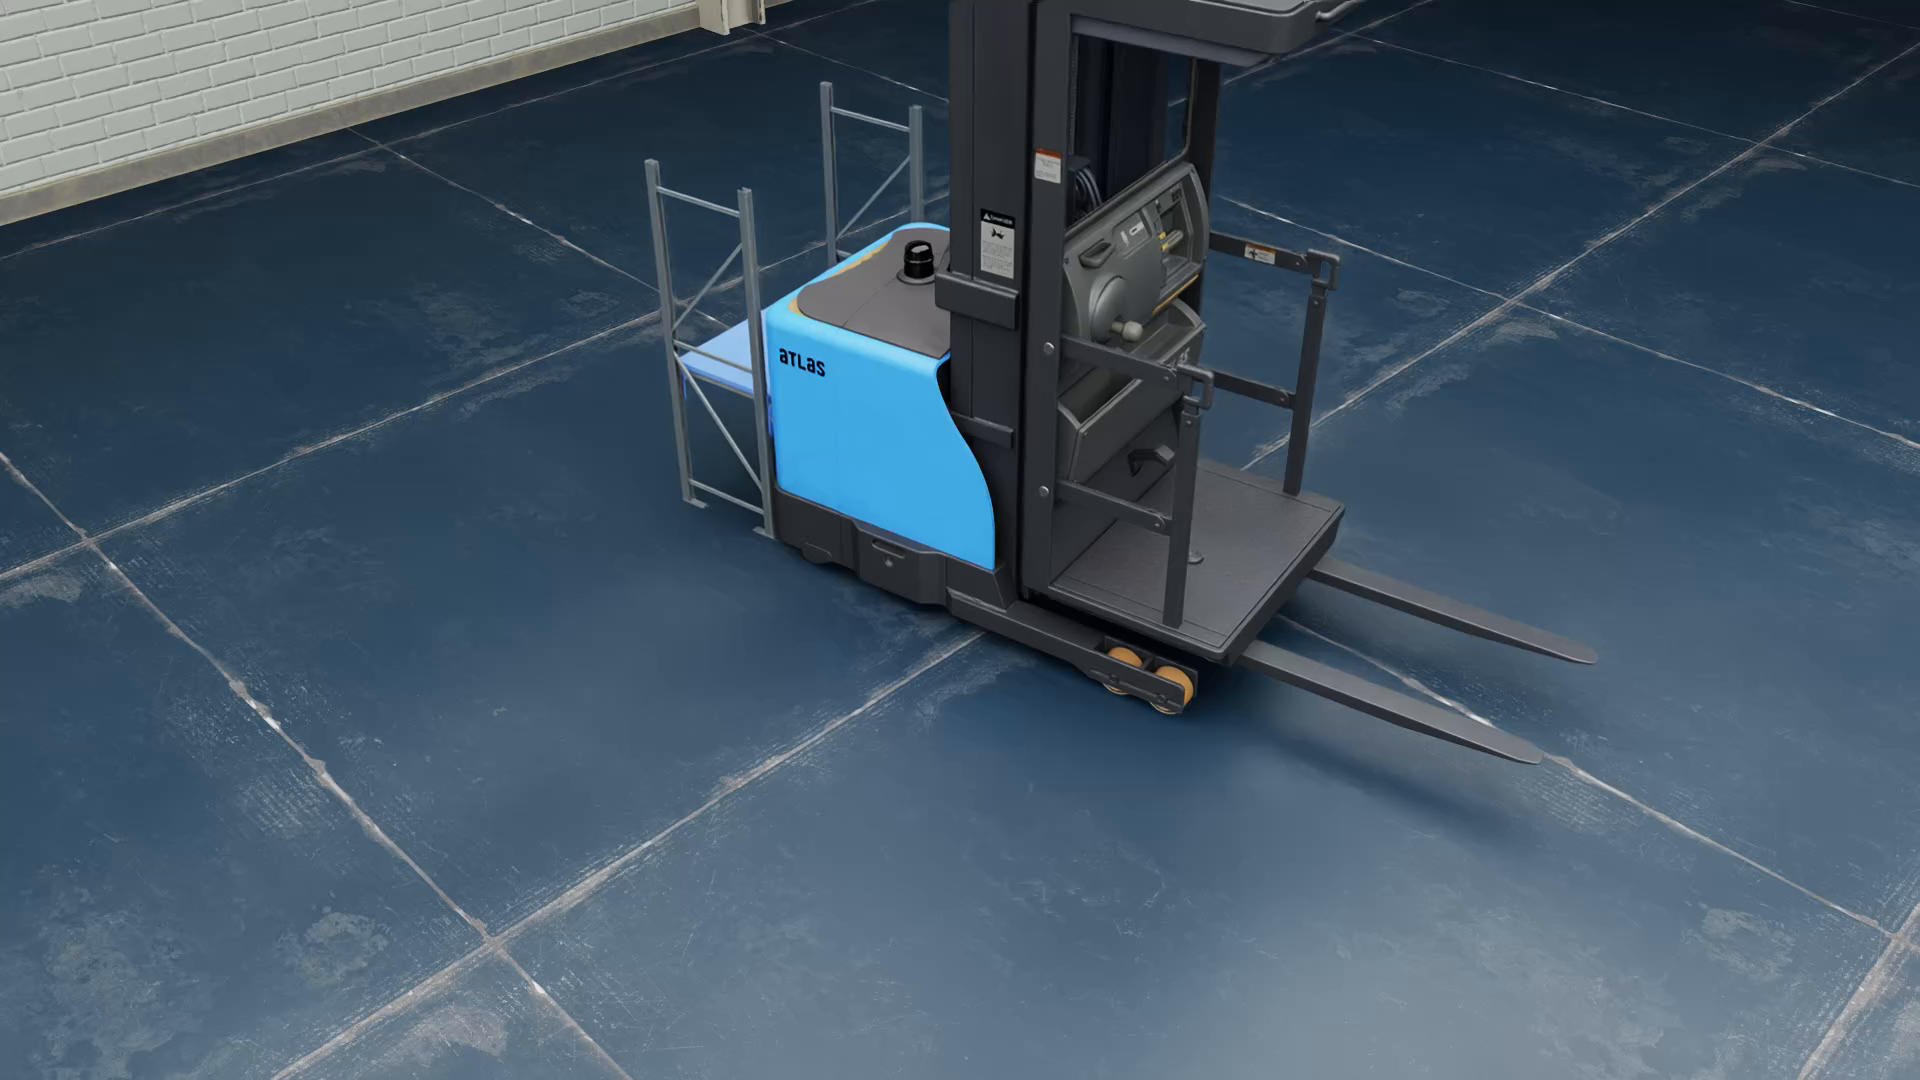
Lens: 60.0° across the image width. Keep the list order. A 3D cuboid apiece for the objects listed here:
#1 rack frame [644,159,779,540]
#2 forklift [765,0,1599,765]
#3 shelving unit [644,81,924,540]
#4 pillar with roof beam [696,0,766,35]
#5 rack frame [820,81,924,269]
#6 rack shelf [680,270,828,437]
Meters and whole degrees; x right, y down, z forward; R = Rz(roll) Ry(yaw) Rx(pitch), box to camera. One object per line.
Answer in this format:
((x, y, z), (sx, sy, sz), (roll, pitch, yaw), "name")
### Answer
((-0.952, -0.705, 6.450), (0.500, 1.500, 0.032), (22, 41, 28), "rack frame")
((0.778, -0.936, 5.530), (3.031, 2.935, 1.130), (21, 40, 27), "forklift")
((-0.657, -0.942, 6.789), (0.538, 1.500, 1.048), (22, 41, 28), "shelving unit")
((1.389, -5.725, 7.093), (9.100, 9.000, 0.400), (30, 45, 35), "pillar with roof beam")
((-0.363, -1.179, 7.129), (0.500, 1.500, 0.032), (22, 41, 28), "rack frame")
((-0.657, -0.794, 6.892), (0.538, 0.185, 1.000), (22, 41, 28), "rack shelf")
